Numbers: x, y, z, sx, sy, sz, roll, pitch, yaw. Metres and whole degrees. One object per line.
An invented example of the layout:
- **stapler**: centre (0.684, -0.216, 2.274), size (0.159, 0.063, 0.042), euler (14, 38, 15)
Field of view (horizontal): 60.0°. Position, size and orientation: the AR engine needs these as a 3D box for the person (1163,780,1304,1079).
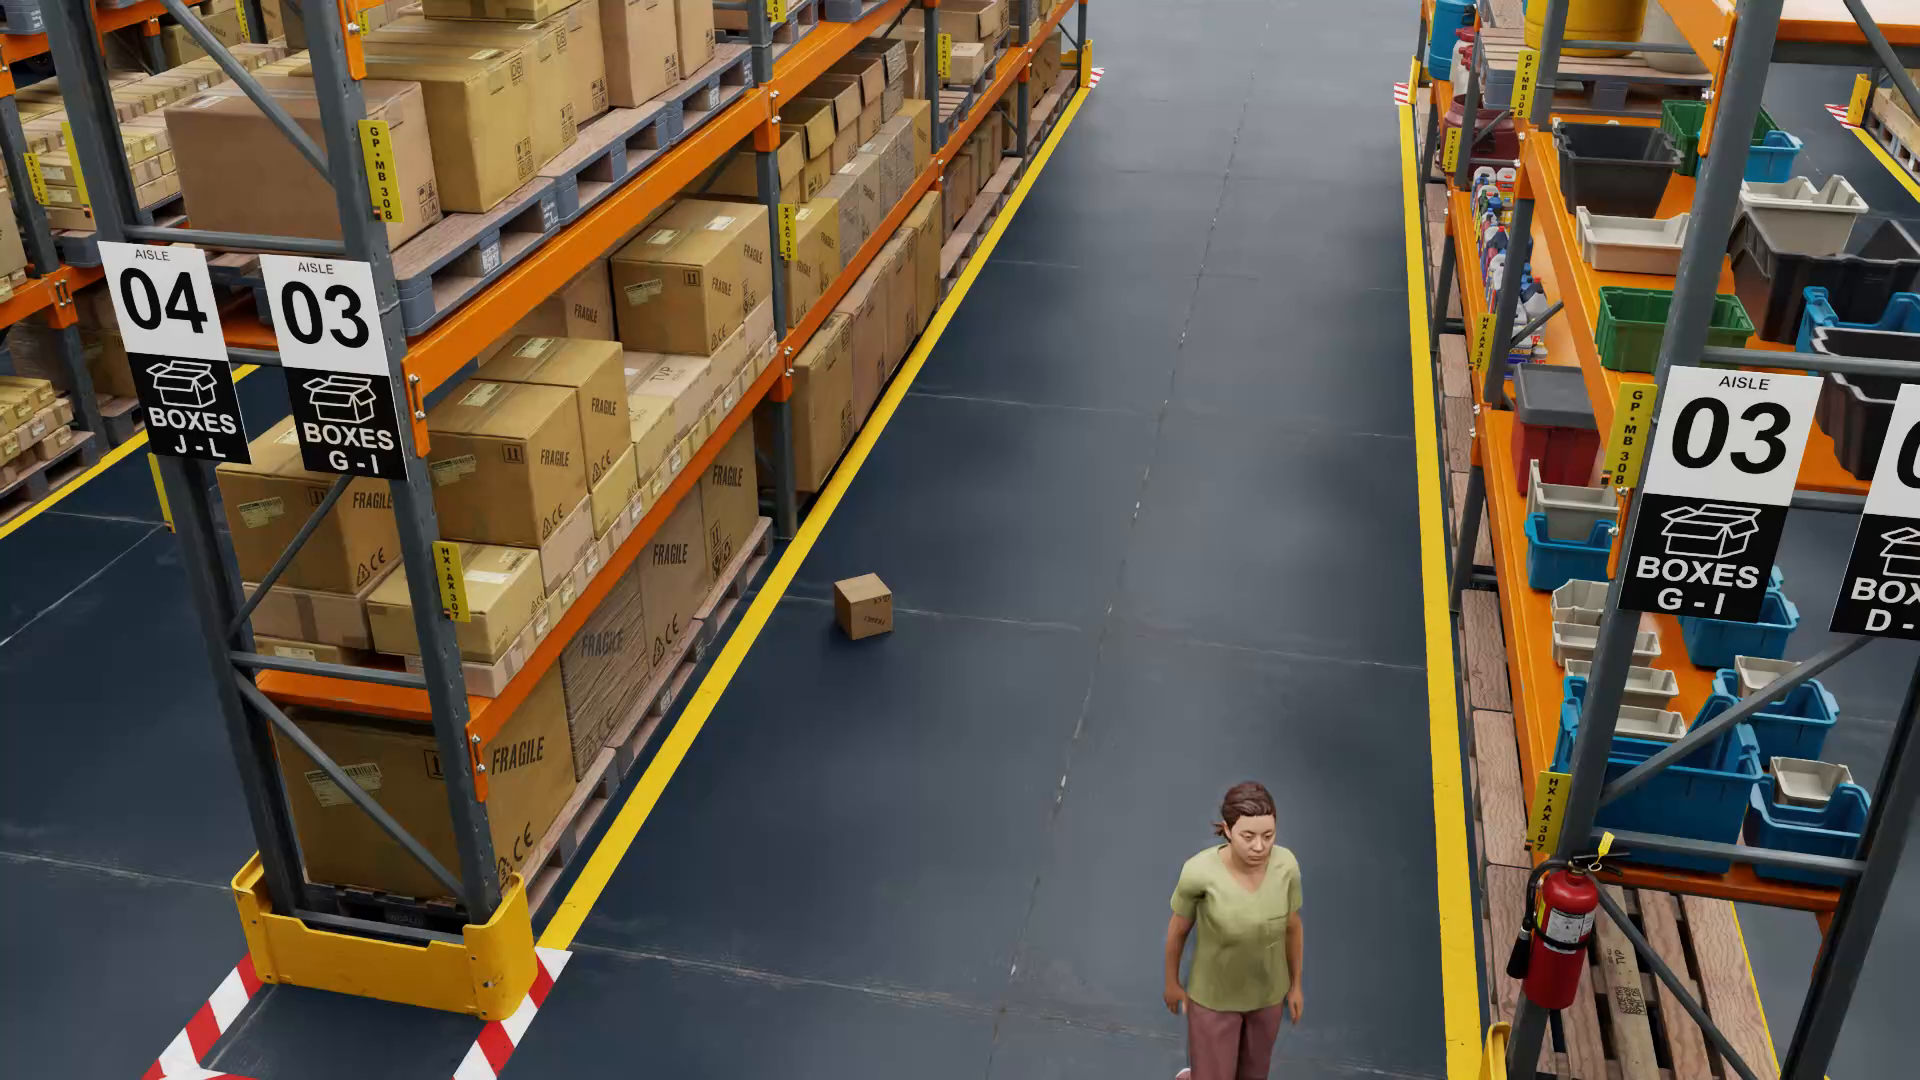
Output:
- **person**: centre (0.956, 1.560, 5.737), size (0.469, 1.663, 0.463), euler (-7, 30, -12)
